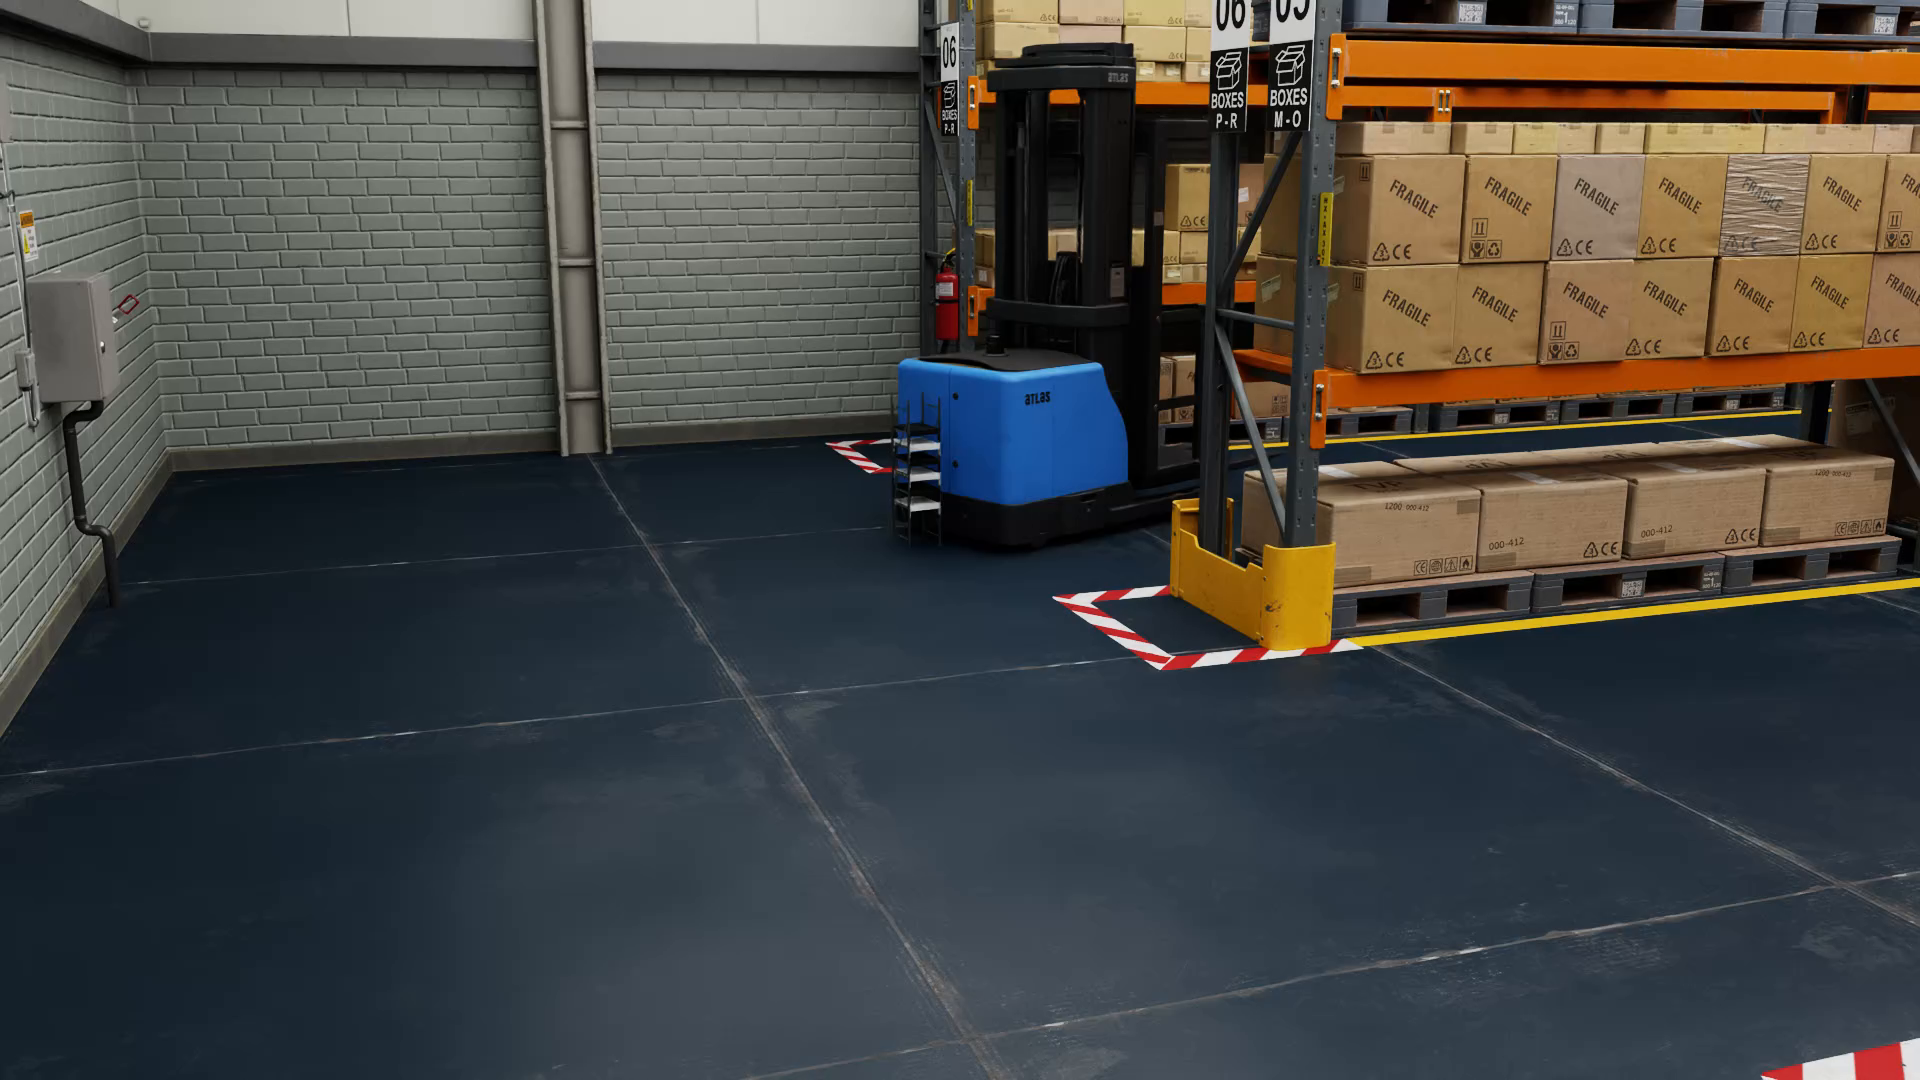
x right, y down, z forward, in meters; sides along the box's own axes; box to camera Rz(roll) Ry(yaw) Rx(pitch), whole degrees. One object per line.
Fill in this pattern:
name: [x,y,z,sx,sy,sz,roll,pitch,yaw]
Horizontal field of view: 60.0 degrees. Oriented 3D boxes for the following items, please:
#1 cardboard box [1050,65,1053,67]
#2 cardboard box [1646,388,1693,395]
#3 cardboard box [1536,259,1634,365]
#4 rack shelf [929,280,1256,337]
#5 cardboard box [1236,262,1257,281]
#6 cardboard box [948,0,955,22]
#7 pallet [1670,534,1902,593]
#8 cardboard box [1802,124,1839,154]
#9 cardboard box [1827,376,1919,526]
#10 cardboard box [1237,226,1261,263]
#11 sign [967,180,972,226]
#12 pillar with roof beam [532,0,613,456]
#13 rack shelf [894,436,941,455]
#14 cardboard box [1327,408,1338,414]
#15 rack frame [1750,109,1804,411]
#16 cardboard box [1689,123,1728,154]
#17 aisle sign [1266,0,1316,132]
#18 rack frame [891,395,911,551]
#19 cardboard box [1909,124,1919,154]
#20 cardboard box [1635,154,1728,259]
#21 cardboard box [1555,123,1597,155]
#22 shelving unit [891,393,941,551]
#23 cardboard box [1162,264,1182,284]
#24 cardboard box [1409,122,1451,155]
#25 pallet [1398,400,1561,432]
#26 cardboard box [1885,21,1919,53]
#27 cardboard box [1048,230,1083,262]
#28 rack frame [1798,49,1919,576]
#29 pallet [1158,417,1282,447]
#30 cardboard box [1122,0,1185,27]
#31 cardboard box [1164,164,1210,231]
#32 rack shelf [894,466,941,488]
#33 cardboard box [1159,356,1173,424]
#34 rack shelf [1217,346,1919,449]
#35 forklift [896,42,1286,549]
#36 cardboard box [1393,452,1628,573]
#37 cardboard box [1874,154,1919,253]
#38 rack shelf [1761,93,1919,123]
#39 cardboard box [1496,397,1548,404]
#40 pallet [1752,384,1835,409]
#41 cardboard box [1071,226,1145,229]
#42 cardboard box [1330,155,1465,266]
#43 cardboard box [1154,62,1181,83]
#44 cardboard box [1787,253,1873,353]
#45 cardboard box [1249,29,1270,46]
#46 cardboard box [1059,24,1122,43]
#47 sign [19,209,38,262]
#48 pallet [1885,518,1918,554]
cardboard box: [0.512,-3.491,12.400,0.250,0.149,0.380,-4,14,-17]
cardboard box: [6.172,-1.583,14.811,0.500,0.500,0.500,-4,14,-16]
cardboard box: [2.987,-1.166,8.349,0.500,0.500,0.500,-5,14,-18]
rack shelf: [1.791,-1.954,13.432,4.000,0.370,1.077,-4,14,-18]
cardboard box: [2.216,-2.169,13.324,0.250,0.149,0.380,-4,14,-17]
cardboard box: [0.227,-4.025,12.701,0.500,0.250,0.500,-5,14,-20]
pallet: [4.527,0.032,9.552,1.213,0.211,1.003,-4,14,-18]
cardboard box: [4.324,-2.087,8.657,0.250,0.149,0.380,-5,14,-19]
cardboard box: [5.835,-0.598,9.857,0.875,0.875,0.875,-4,14,-16]
cardboard box: [2.335,-2.358,13.257,0.500,0.250,0.500,-5,14,-18]
sign: [0.068,-2.459,12.127,0.005,0.325,0.100,-4,14,-18]
pillar with roof beam: [-1.575,-4.130,8.059,0.400,9.000,9.100,-4,14,-18]
rack shelf: [-0.263,-0.552,9.886,0.200,0.077,0.258,-7,15,-27]
cardboard box: [2.914,-1.194,13.682,0.258,0.266,0.396,-4,14,-16]
rack frame: [7.477,-2.747,15.210,0.127,3.000,1.000,-4,14,-18]
cardboard box: [3.623,-2.020,8.373,0.250,0.149,0.380,-4,14,-18]
aisle sign: [1.506,-2.264,7.562,0.004,0.787,0.394,-4,14,-18]
rack frame: [-0.353,-0.399,9.874,0.006,0.900,0.240,-7,15,-27]
cardboard box: [5.083,-2.122,8.802,0.250,0.149,0.380,-5,14,-19]
cardboard box: [3.473,-1.693,8.400,0.500,0.500,0.500,-4,14,-18]
cardboard box: [2.891,-1.968,8.155,0.250,0.149,0.380,-4,14,-18]
shelving unit: [-0.263,-0.410,9.920,0.210,0.900,0.258,-7,15,-27]
cardboard box: [1.531,-2.083,12.960,0.250,0.149,0.380,-5,14,-20]
cardboard box: [2.132,-1.919,7.952,0.250,0.149,0.380,-4,14,-17]
pallet: [4.445,-1.164,14.579,1.213,0.211,1.003,-4,14,-18]
cardboard box: [8.242,-4.508,14.791,0.500,0.500,0.500,-4,14,-18]
cardboard box: [0.889,-2.240,12.760,0.500,0.250,0.500,-4,14,-17]
rack frame: [5.273,-1.364,9.393,0.127,3.000,1.000,-4,14,-18]
pallet: [1.877,-0.954,13.697,1.213,0.211,1.003,-4,14,-18]
cardboard box: [1.356,-3.982,12.521,0.500,0.250,0.500,-5,14,-19]
cardboard box: [1.833,-2.678,12.982,0.500,0.500,0.500,-4,14,-17]
rack shelf: [-0.263,-0.377,9.928,0.200,0.077,0.258,-7,15,-27]
cardboard box: [1.328,-1.224,13.300,0.500,0.500,0.700,-4,14,-16]
rack shelf: [3.377,-0.866,8.856,4.000,0.370,1.077,-4,14,-18]
forklift: [1.007,-1.646,10.728,3.031,2.935,1.130,-13,18,-43]
cardboard box: [2.940,-0.166,8.989,0.875,0.438,0.875,-4,14,-17]
cardboard box: [4.914,-1.803,8.865,0.500,0.500,0.500,-5,14,-19]
rack shelf: [9.373,-4.004,15.567,4.000,0.370,1.077,-4,14,-18]
cardboard box: [4.718,-1.468,14.326,0.500,0.500,0.500,-5,14,-19]
pallet: [8.270,-1.443,15.752,1.213,0.211,1.003,-4,14,-18]
cardboard box: [1.206,-2.394,13.406,0.500,0.250,0.500,-4,14,-16]
cardboard box: [2.028,-1.576,7.911,0.500,0.500,0.500,-5,14,-19]
cardboard box: [1.490,-3.555,12.668,0.250,0.149,0.380,-5,14,-19]
cardboard box: [4.429,-1.283,8.837,0.500,0.500,0.500,-5,14,-19]
cardboard box: [2.330,-3.816,12.905,0.500,0.250,0.500,-4,14,-17]
cardboard box: [0.878,-3.703,12.426,0.500,0.250,0.500,-4,14,-17]
sign: [-4.565,-1.493,8.152,0.001,0.242,0.339,-4,14,-18]
pallet: [5.980,-0.080,10.025,1.213,0.211,1.003,-4,14,-18]
